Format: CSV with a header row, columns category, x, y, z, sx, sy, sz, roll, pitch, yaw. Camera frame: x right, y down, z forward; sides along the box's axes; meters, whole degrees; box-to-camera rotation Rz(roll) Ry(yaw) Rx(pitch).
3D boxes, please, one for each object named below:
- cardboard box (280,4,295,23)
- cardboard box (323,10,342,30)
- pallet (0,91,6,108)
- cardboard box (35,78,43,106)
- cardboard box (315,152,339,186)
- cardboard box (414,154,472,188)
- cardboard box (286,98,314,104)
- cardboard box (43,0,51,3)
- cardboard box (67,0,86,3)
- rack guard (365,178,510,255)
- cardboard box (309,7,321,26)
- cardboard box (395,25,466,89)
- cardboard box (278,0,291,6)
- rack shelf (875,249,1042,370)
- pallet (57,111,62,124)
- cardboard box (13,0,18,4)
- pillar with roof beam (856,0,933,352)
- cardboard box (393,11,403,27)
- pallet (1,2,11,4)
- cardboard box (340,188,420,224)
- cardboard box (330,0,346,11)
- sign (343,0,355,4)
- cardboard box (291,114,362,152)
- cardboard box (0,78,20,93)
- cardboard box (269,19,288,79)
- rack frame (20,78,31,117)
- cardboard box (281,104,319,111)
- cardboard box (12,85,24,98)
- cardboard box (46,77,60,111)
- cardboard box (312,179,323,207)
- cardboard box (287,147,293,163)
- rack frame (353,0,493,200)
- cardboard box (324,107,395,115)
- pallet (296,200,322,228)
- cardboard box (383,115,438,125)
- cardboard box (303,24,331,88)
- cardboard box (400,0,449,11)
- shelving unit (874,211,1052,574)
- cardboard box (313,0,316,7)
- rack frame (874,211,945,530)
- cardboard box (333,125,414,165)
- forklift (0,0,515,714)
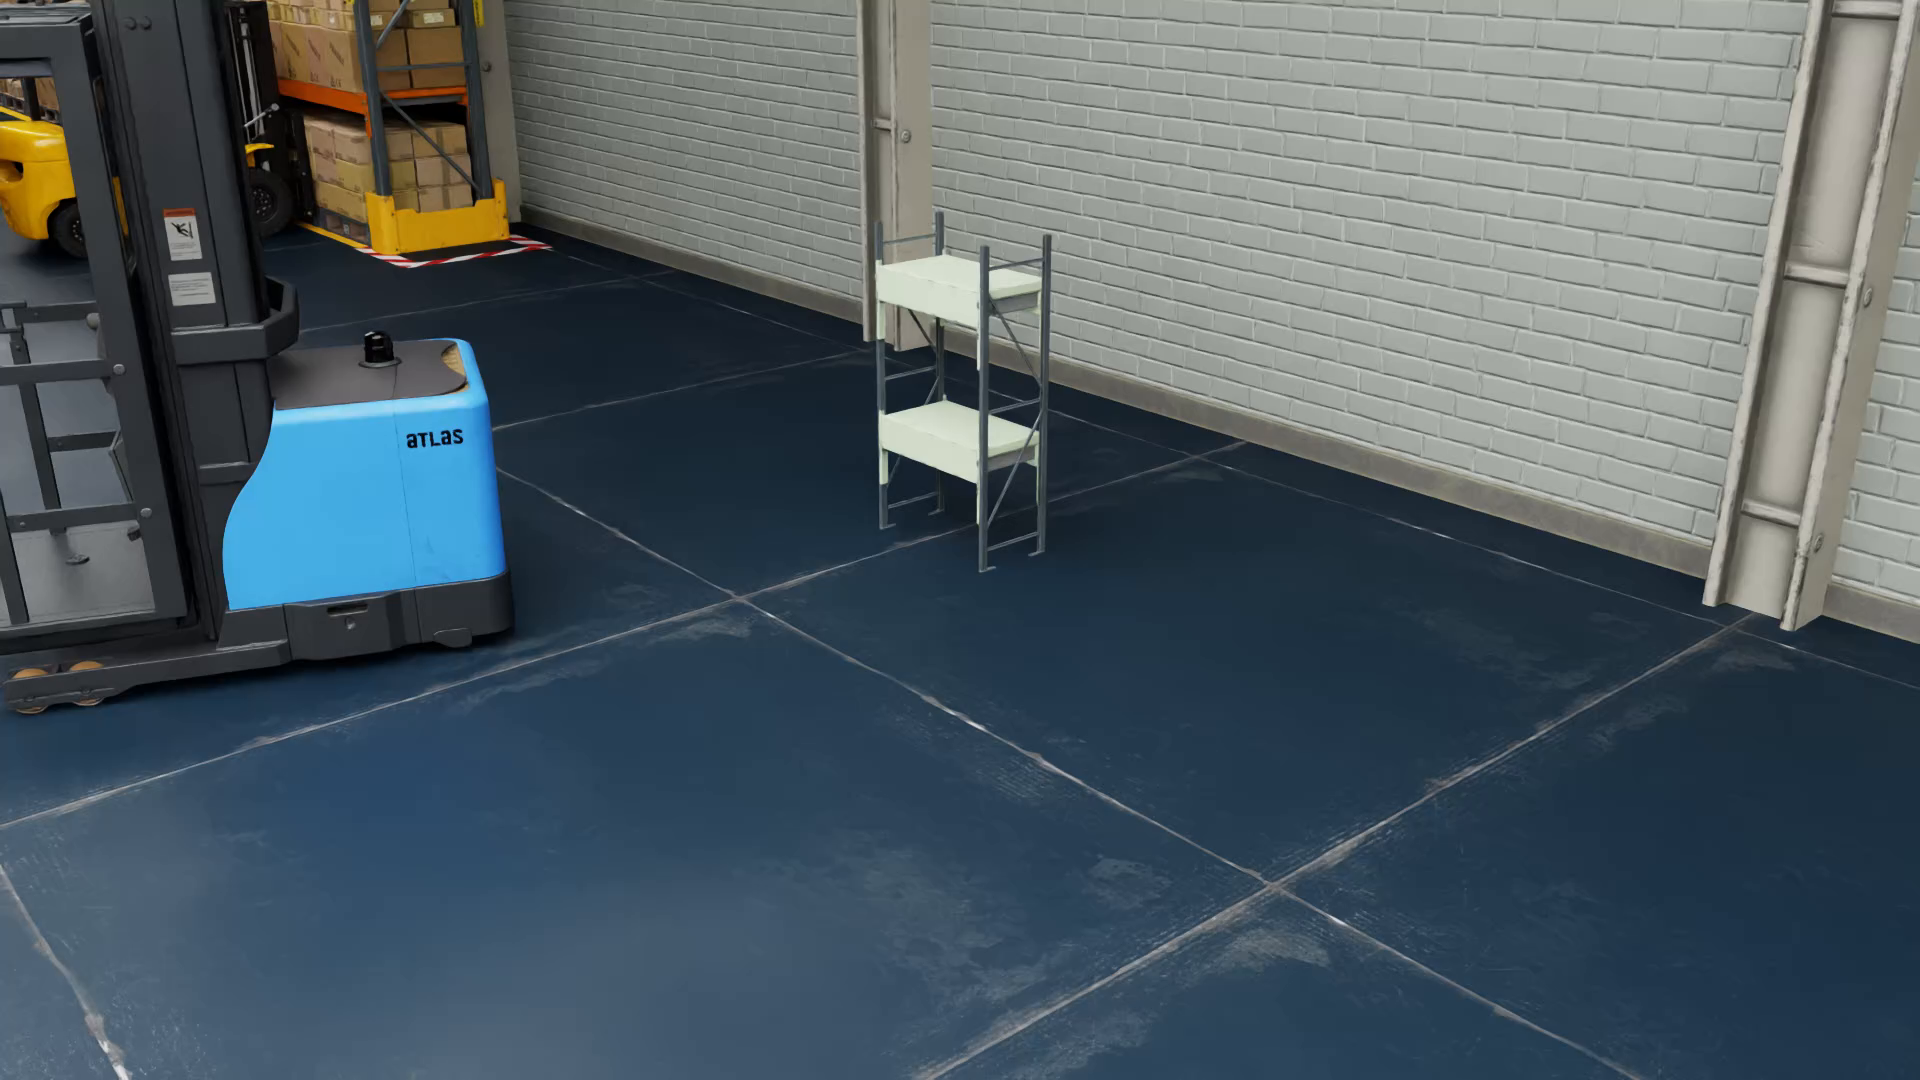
category,x,y,z,sx,sy,sz,roll,pitch,yaw
cardboard box,-5.866,-4.737,14.938,0.380,0.149,0.250,-17,27,-37
cardboard box,-5.199,-4.452,14.210,0.380,0.149,0.250,-17,27,-37
pallet,-13.652,-6.554,24.429,1.003,0.211,1.213,-17,27,-37
cardboard box,-12.259,-6.170,22.476,0.500,0.500,0.500,-16,26,-35
cardboard box,-5.445,-3.360,14.957,0.500,0.250,0.500,-18,28,-38
cardboard box,-4.721,-3.338,14.902,0.500,0.250,0.500,-17,27,-36
cardboard box,-6.372,-4.270,16.596,0.500,0.250,0.500,-18,28,-38
cardboard box,-10.999,-6.871,20.697,0.797,0.503,0.637,-18,28,-39
cardboard box,-10.513,-6.389,19.953,0.380,0.149,0.250,-17,27,-36
rack guard,-4.555,-2.840,14.549,1.175,0.500,0.348,-17,27,-37
cardboard box,-5.475,-4.609,14.612,0.380,0.149,0.250,-18,27,-38
cardboard box,-4.684,-4.260,14.610,0.500,0.500,0.500,-16,27,-36
cardboard box,-5.874,-4.875,14.883,0.380,0.149,0.250,-17,27,-36
rack shelf,0.004,-1.060,7.563,0.431,0.370,0.720,-17,27,-37
pallet,-11.044,-5.474,21.672,1.003,0.211,1.213,-17,27,-37
cardboard box,-11.920,-7.238,21.637,0.700,0.500,0.500,-17,27,-37
pillar with roof beam,-3.688,-4.528,7.206,9.100,9.000,0.400,-17,27,-37
cardboard box,-4.805,-4.567,14.506,0.380,0.149,0.250,-17,27,-37
pallet,-11.965,-6.990,21.980,1.003,0.211,1.213,-17,27,-37
cardboard box,-5.117,-2.980,14.674,0.500,0.250,0.500,-17,27,-37
cardboard box,-5.149,-4.607,14.199,0.380,0.149,0.250,-17,27,-37
sign,-4.991,-4.534,13.536,0.100,0.325,0.005,-17,27,-37
cardboard box,-5.783,-3.721,15.194,0.500,0.250,0.500,-17,27,-37
cardboard box,-13.482,-6.739,23.928,0.700,0.500,0.500,-19,28,-39
cardboard box,-6.094,-4.554,15.360,0.500,0.500,0.500,-17,27,-37
rack frame,-12.404,-7.326,22.575,1.000,3.000,0.127,-17,27,-37
cardboard box,-6.444,-4.010,15.931,0.500,0.250,0.500,-16,27,-36
cardboard box,-12.990,-6.278,23.233,0.380,0.149,0.250,-18,28,-39
cardboard box,-11.581,-5.886,21.752,0.500,0.500,0.500,-18,28,-39
cardboard box,-5.754,-3.260,15.389,0.500,0.250,0.500,-17,27,-37
cardboard box,-6.122,-3.636,15.664,0.500,0.250,0.500,-18,27,-38
rack frame,-4.571,-4.010,14.110,1.000,3.000,0.127,-17,27,-37
cardboard box,-5.718,-3.990,15.882,0.500,0.250,0.500,-18,28,-38
pallet,-5.894,-3.250,15.993,1.003,0.211,1.213,-17,27,-37
cardboard box,-5.070,-3.706,15.157,0.500,0.250,0.500,-17,27,-37
cardboard box,-5.423,-4.276,14.651,0.500,0.500,0.500,-16,27,-36
cardboard box,-4.628,-4.641,14.286,0.380,0.149,0.250,-18,28,-38
shelving unit,0.004,-0.697,7.706,0.431,1.500,0.755,-17,27,-37
cardboard box,-5.447,-4.759,14.588,0.380,0.149,0.250,-17,27,-37
rack frame,-0.235,-0.798,7.964,0.400,1.500,0.023,-17,27,-37
cardboard box,-5.108,-3.444,14.488,0.500,0.250,0.500,-16,27,-36
forklift,-3.423,-0.923,6.322,3.031,2.935,1.130,-7,23,-18
